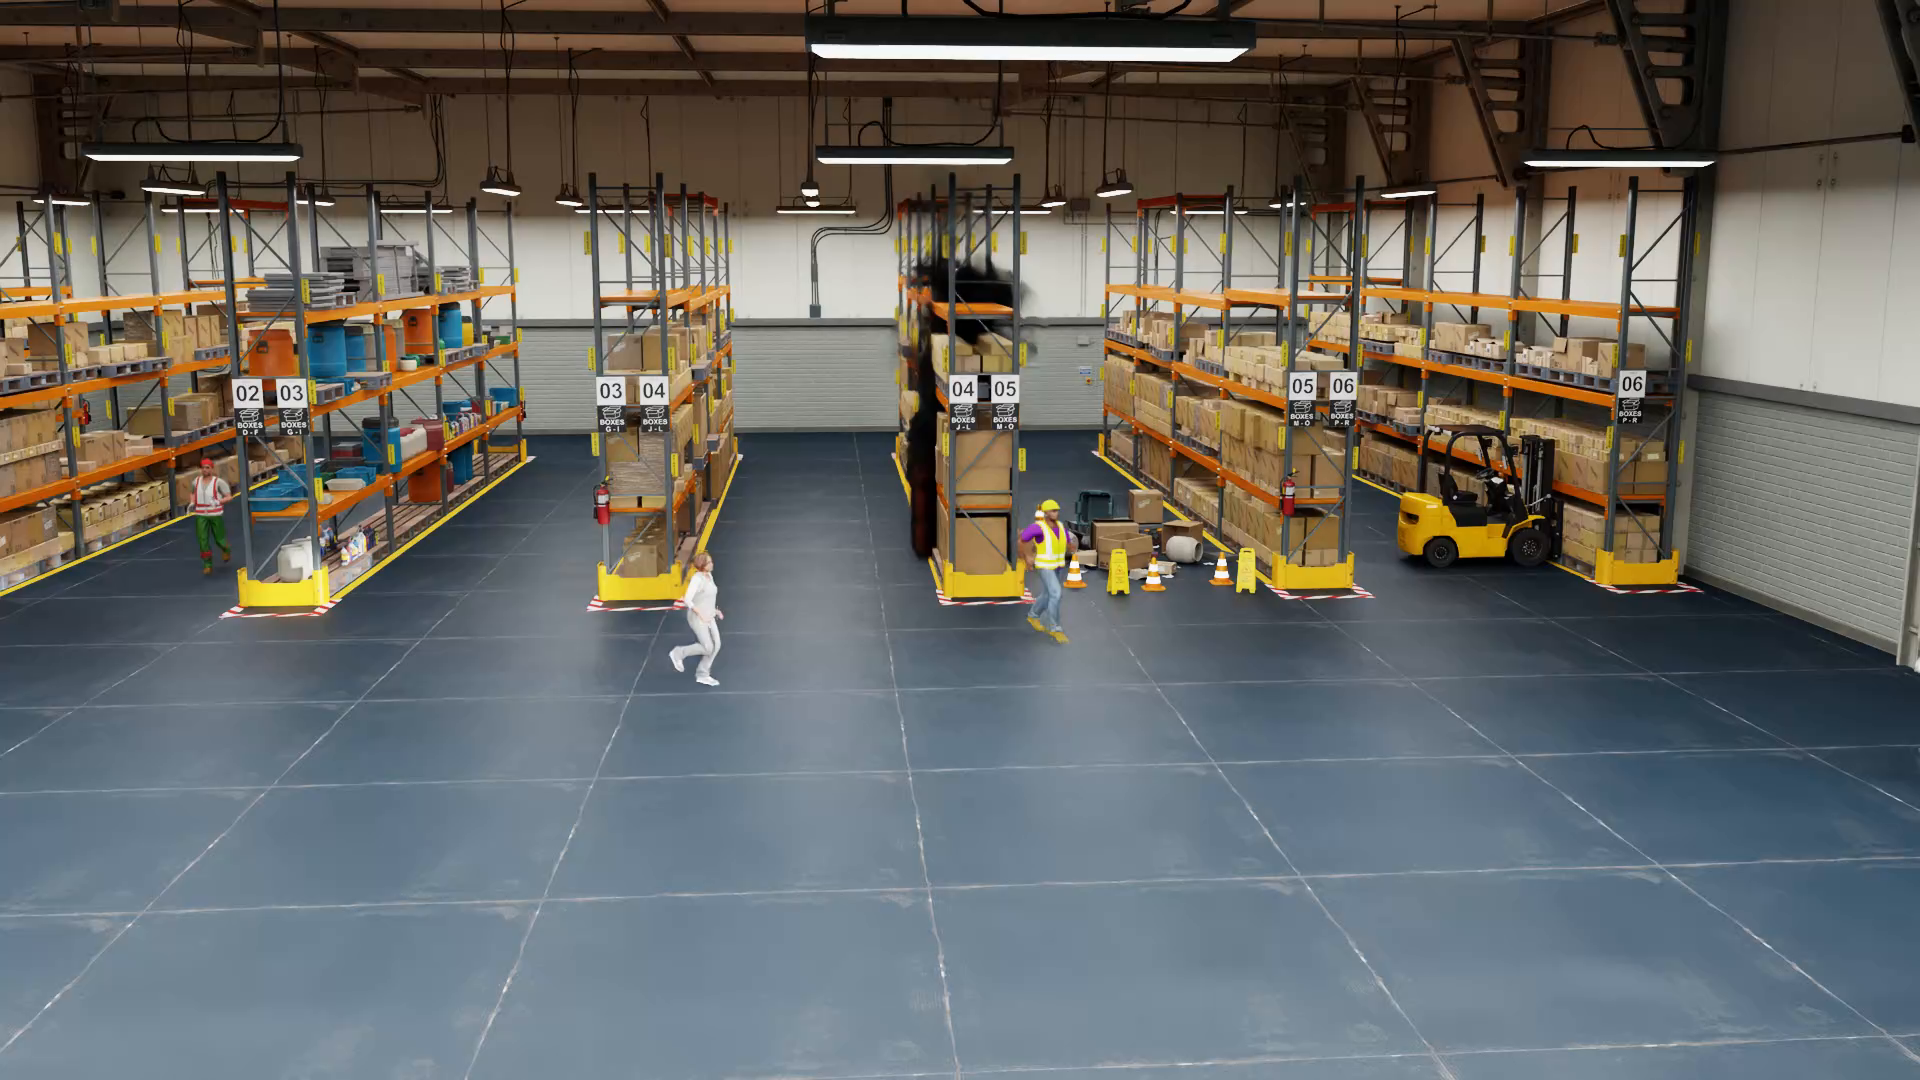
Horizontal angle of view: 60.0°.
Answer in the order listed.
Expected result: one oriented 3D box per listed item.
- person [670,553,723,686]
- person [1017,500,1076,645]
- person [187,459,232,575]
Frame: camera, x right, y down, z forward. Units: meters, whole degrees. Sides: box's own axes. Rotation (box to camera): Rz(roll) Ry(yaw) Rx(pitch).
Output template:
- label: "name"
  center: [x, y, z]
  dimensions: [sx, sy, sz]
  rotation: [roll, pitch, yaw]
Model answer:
- label: "person"
  center: [-3.052, 0.906, 19.177]
  dimensions: [0.578, 1.557, 0.522]
  rotation: [3, 11, 18]
- label: "person"
  center: [1.150, 0.378, 21.395]
  dimensions: [0.842, 1.811, 0.684]
  rotation: [9, 14, 43]
- label: "person"
  center: [-11.626, -0.378, 25.785]
  dimensions: [0.669, 1.761, 0.876]
  rotation: [-1, 10, -7]
